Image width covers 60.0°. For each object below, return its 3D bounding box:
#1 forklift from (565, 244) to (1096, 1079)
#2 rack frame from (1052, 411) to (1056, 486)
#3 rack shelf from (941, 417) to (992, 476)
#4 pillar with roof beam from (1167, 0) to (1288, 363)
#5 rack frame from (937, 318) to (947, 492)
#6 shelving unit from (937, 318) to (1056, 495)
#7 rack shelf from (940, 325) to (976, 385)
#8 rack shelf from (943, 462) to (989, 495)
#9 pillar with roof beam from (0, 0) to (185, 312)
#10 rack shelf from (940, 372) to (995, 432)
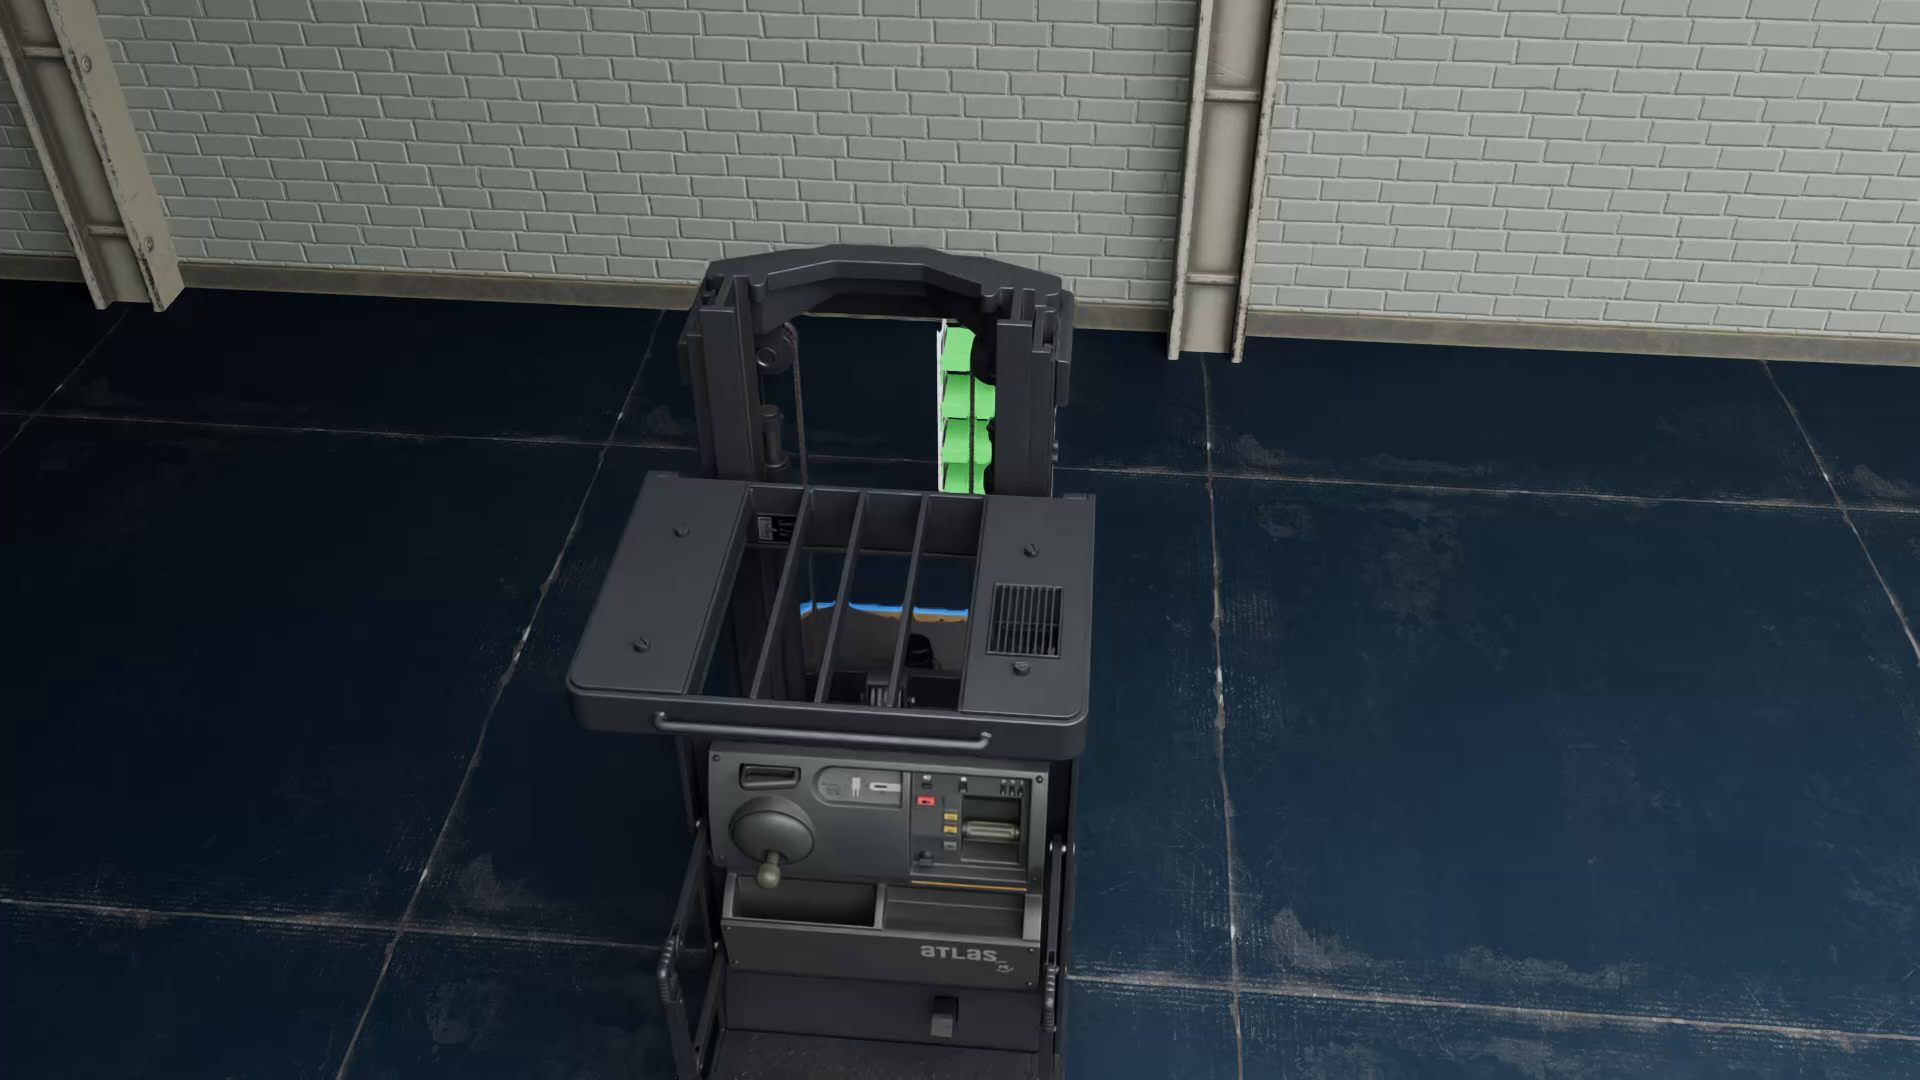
[{"bbox_3d":[-0.243,0.849,4.385,1.130,2.935,3.031,3,39,4],"label":"forklift"},{"bbox_3d":[0.408,-0.443,7.344,0.015,1.200,0.240,3,39,4],"label":"rack frame"},{"bbox_3d":[0.165,-0.407,7.400,0.480,0.148,0.258,3,39,4],"label":"rack shelf"},{"bbox_3d":[0.955,-1.841,2.884,0.400,9.000,9.100,3,39,4],"label":"pillar with roof beam"},{"bbox_3d":[-0.078,-0.470,7.376,0.015,1.200,0.240,3,39,4],"label":"rack frame"},{"bbox_3d":[0.165,-0.456,7.360,0.503,1.200,0.258,3,39,4],"label":"shelving unit"},{"bbox_3d":[0.165,-0.779,7.097,0.480,0.148,0.258,3,39,4],"label":"rack shelf"},{"bbox_3d":[0.165,-0.221,7.552,0.480,0.148,0.258,3,39,4],"label":"rack shelf"},{"bbox_3d":[-5.023,-2.168,3.285,0.400,9.000,9.100,3,39,4],"label":"pillar with roof beam"},{"bbox_3d":[0.165,-0.593,7.249,0.480,0.148,0.258,3,39,4],"label":"rack shelf"}]
